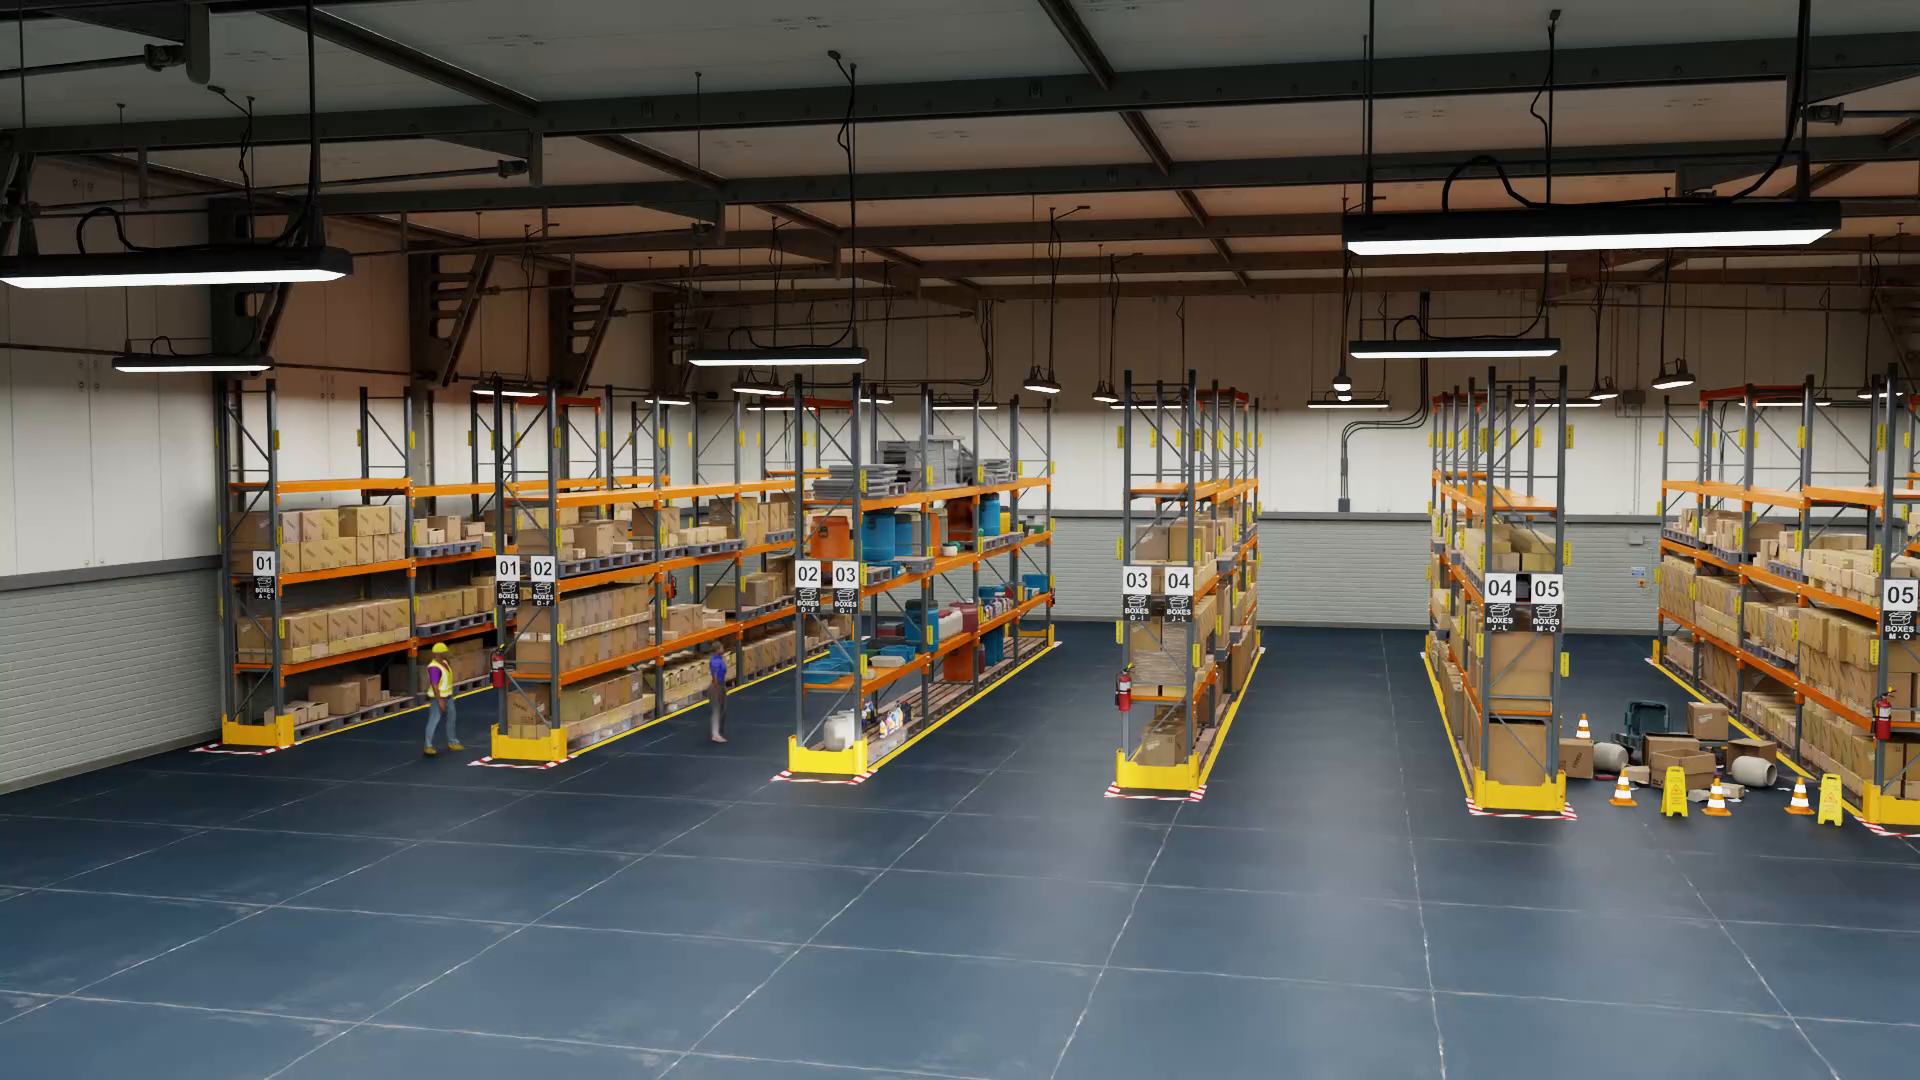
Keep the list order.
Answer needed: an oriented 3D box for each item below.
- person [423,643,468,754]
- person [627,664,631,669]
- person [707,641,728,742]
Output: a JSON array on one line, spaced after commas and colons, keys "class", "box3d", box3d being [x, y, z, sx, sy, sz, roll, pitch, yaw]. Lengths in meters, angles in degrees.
[{"class": "person", "box3d": [-8.289, 2.539, 26.633, 0.509, 1.803, 0.686, 1, 4, 13]}, {"class": "person", "box3d": [-6.723, 2.166, 33.741, 0.390, 1.592, 0.446, -3, 5, -43]}, {"class": "person", "box3d": [-4.031, 2.554, 27.753, 0.349, 1.743, 0.541, 0, 3, 6]}]
